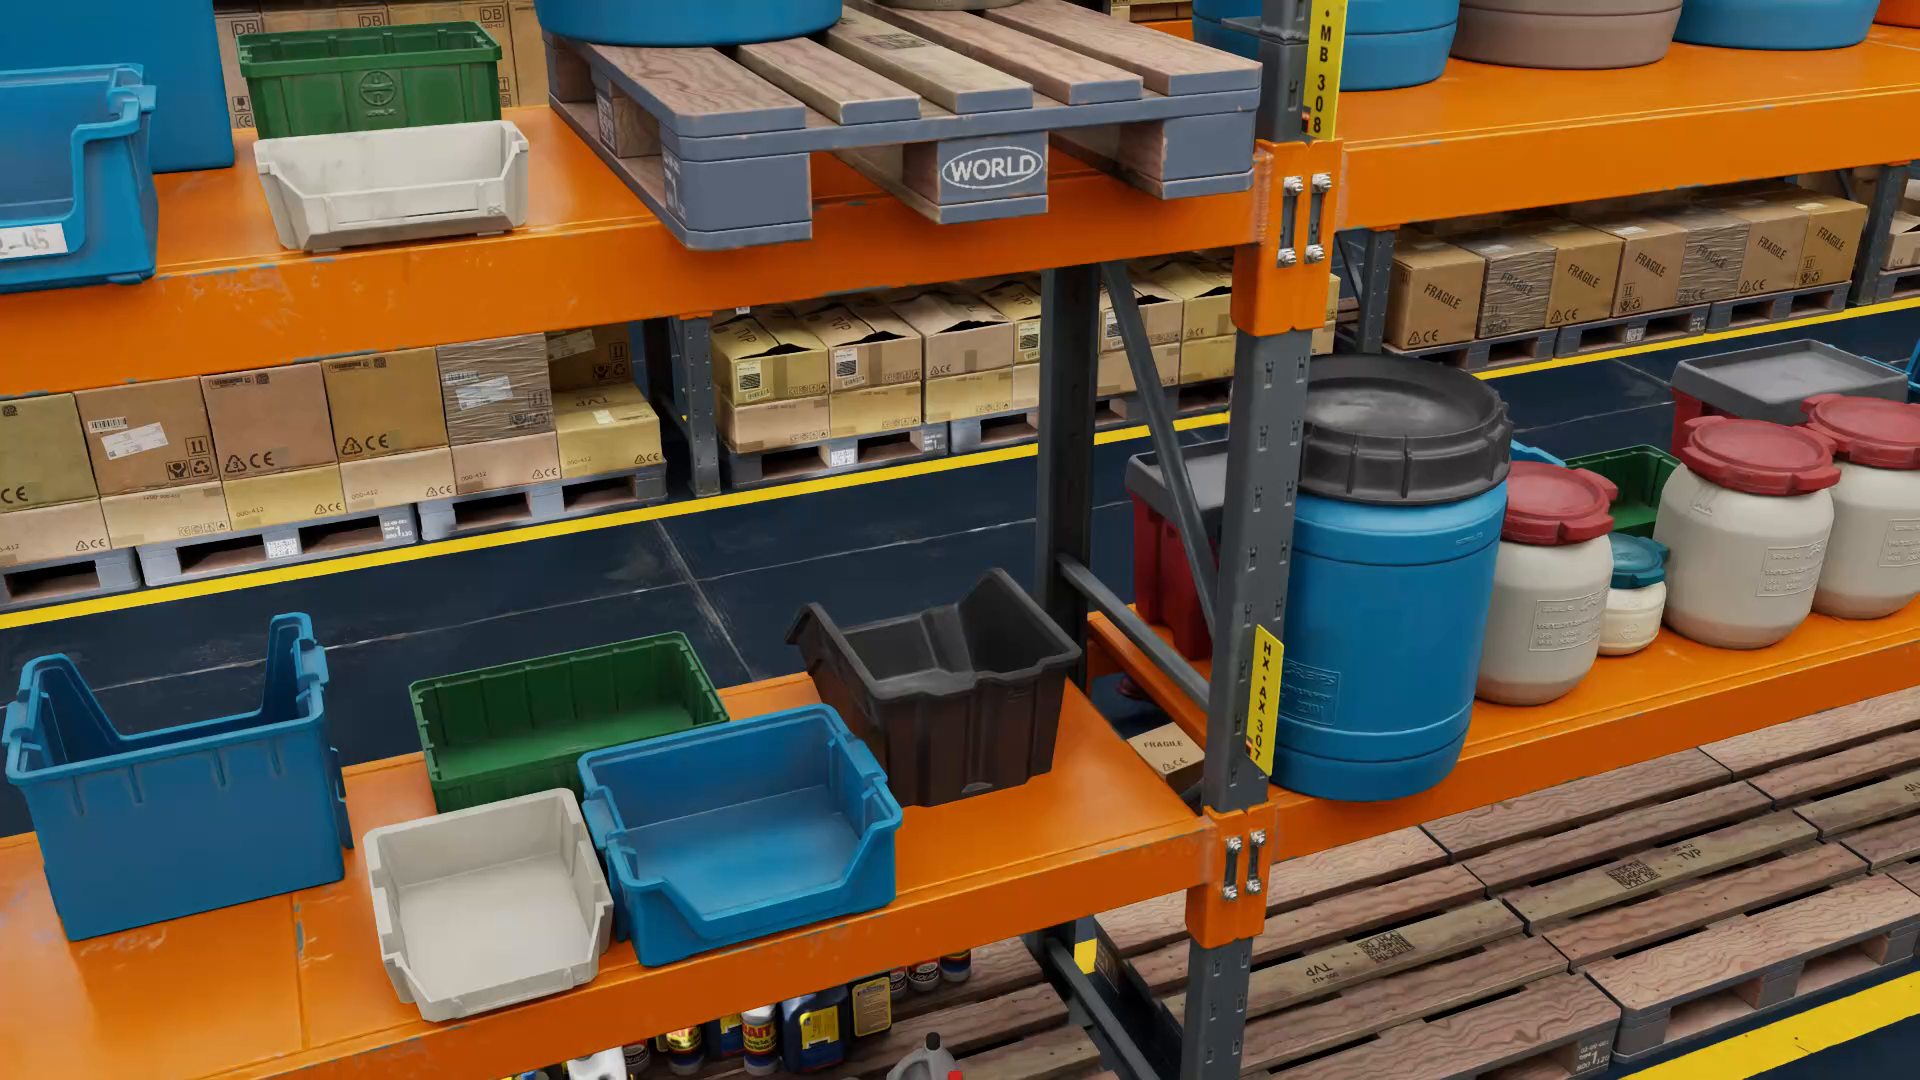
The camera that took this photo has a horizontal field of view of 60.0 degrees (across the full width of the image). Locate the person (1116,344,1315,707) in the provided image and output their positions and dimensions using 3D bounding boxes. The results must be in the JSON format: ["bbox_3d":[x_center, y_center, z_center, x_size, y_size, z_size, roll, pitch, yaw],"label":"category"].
[{"bbox_3d":[1.114,-0.049,6.244,0.987,1.589,0.477,-10,28,-20],"label":"person"}]
